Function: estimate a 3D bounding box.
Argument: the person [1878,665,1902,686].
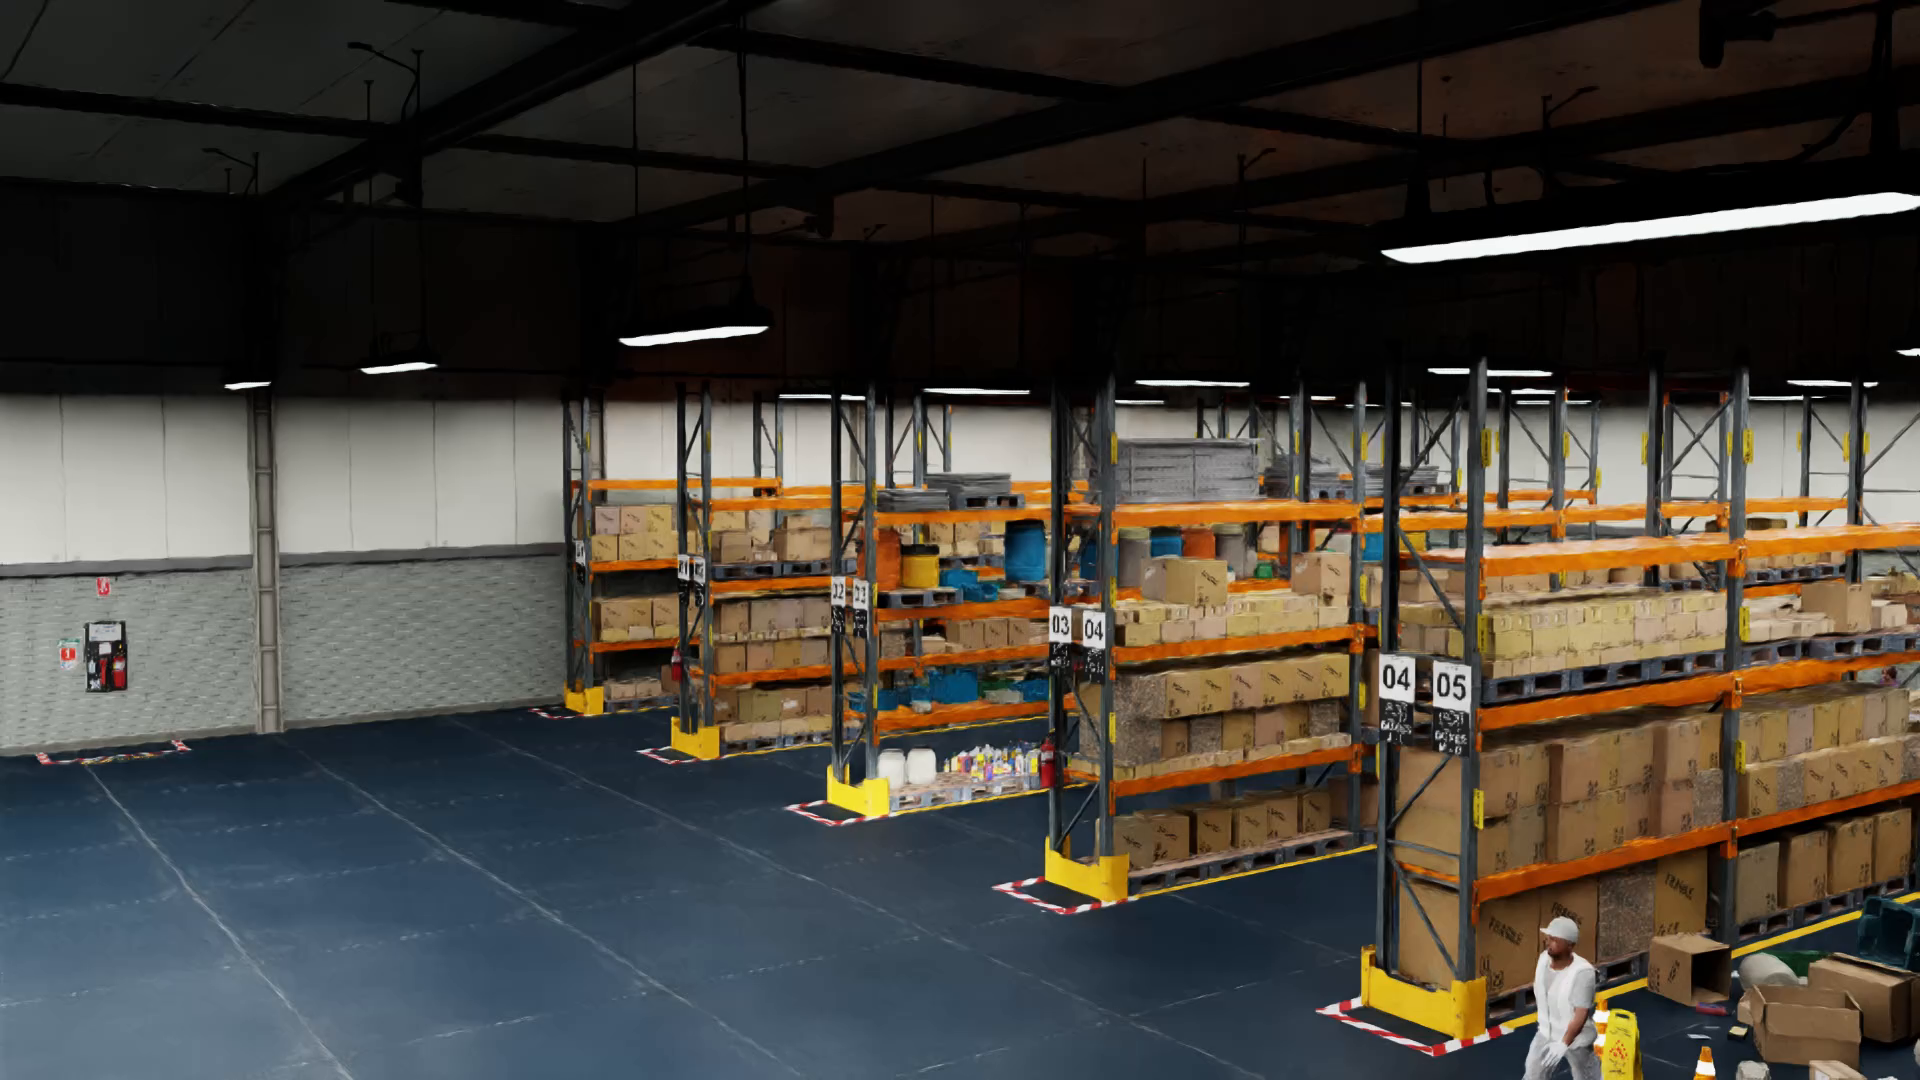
[{"bbox_3d":[14.632,2.712,26.176,1.037,1.517,0.417,-2,4,-32],"label":"person"}]

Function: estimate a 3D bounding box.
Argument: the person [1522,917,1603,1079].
[{"bbox_3d":[4.260,3.528,11.807,1.024,1.721,0.555,-2,4,-25],"label":"person"}]

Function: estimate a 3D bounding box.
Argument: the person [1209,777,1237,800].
[{"bbox_3d":[3.473,2.867,22.123,0.642,1.726,0.549,-1,4,-17],"label":"person"}]
